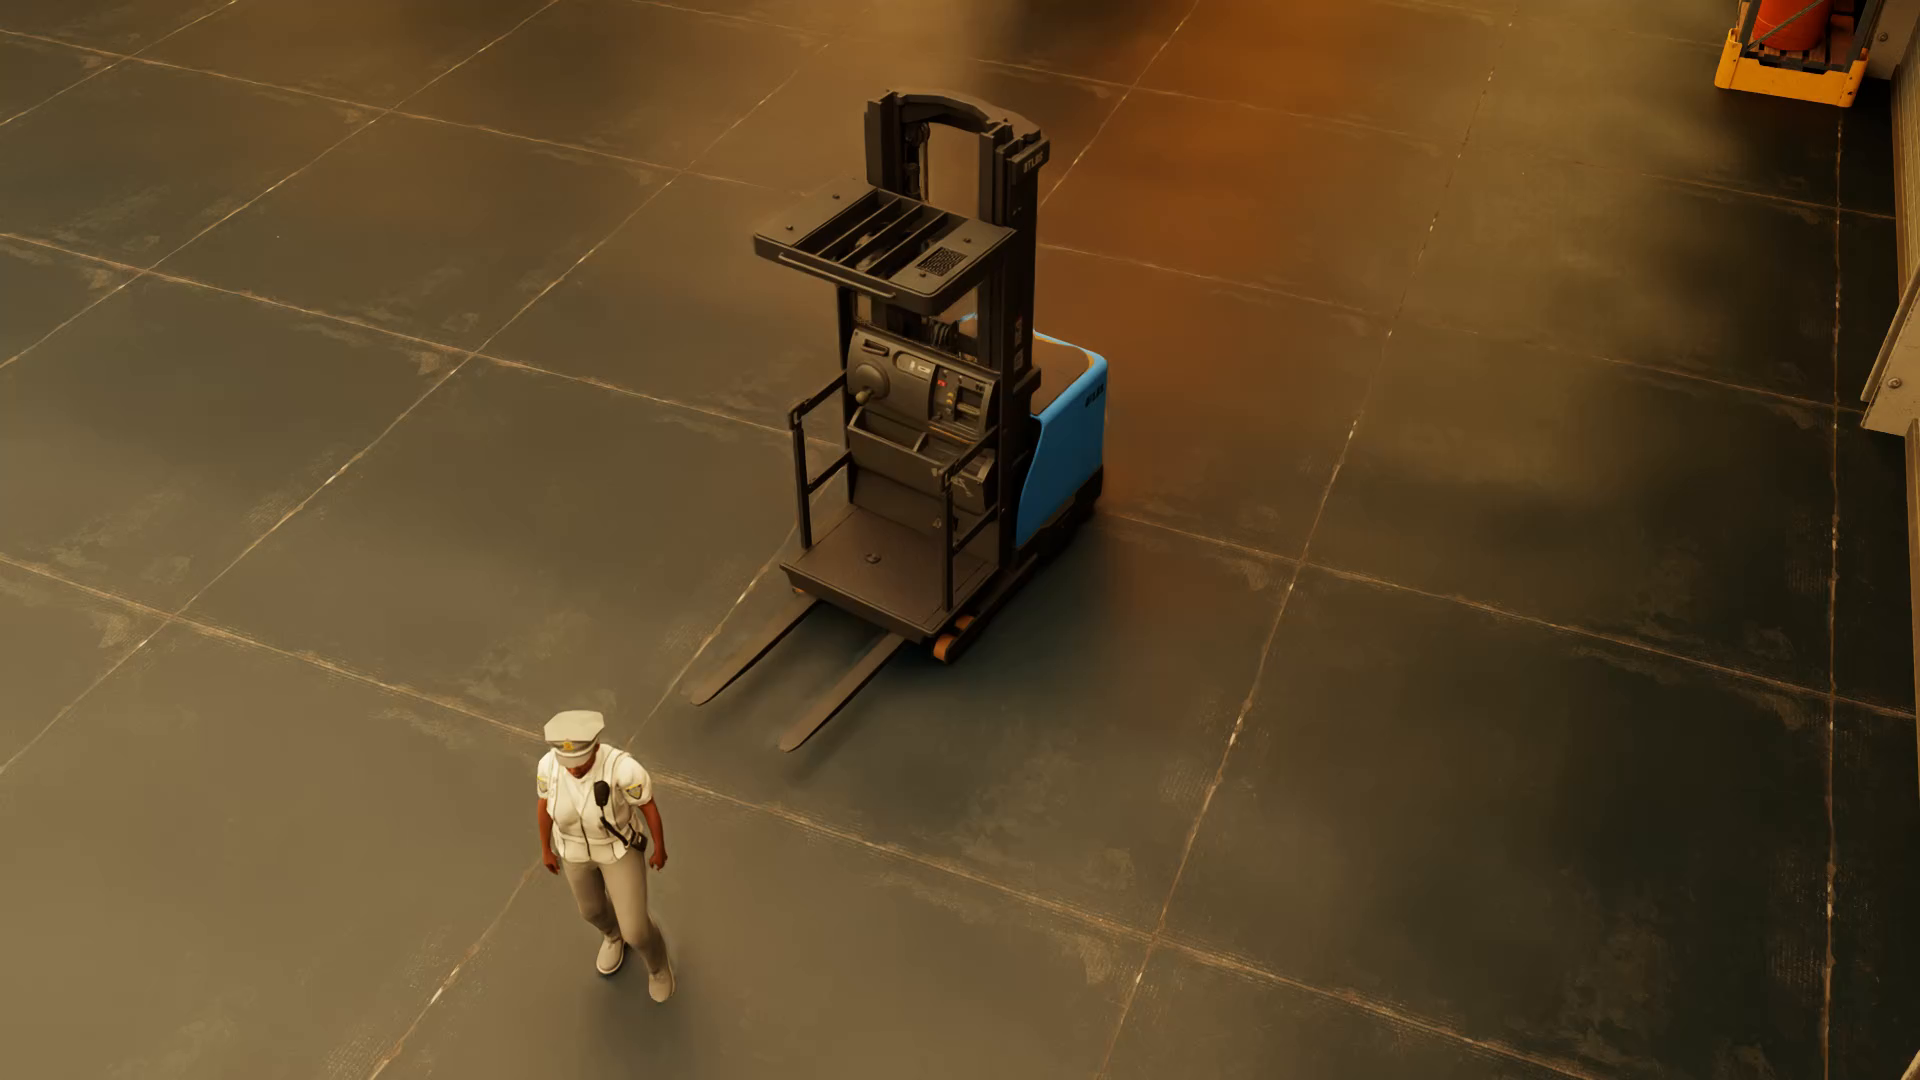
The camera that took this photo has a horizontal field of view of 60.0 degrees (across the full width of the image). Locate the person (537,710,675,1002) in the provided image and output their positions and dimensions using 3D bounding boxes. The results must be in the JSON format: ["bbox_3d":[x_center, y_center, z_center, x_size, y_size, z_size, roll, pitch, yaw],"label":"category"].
[{"bbox_3d":[-1.590,1.410,7.357,0.553,1.696,0.478,4,40,5],"label":"person"}]

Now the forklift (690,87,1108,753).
[{"bbox_3d":[-0.336,-0.778,8.936,1.130,2.935,3.031,23,45,25],"label":"forklift"}]
